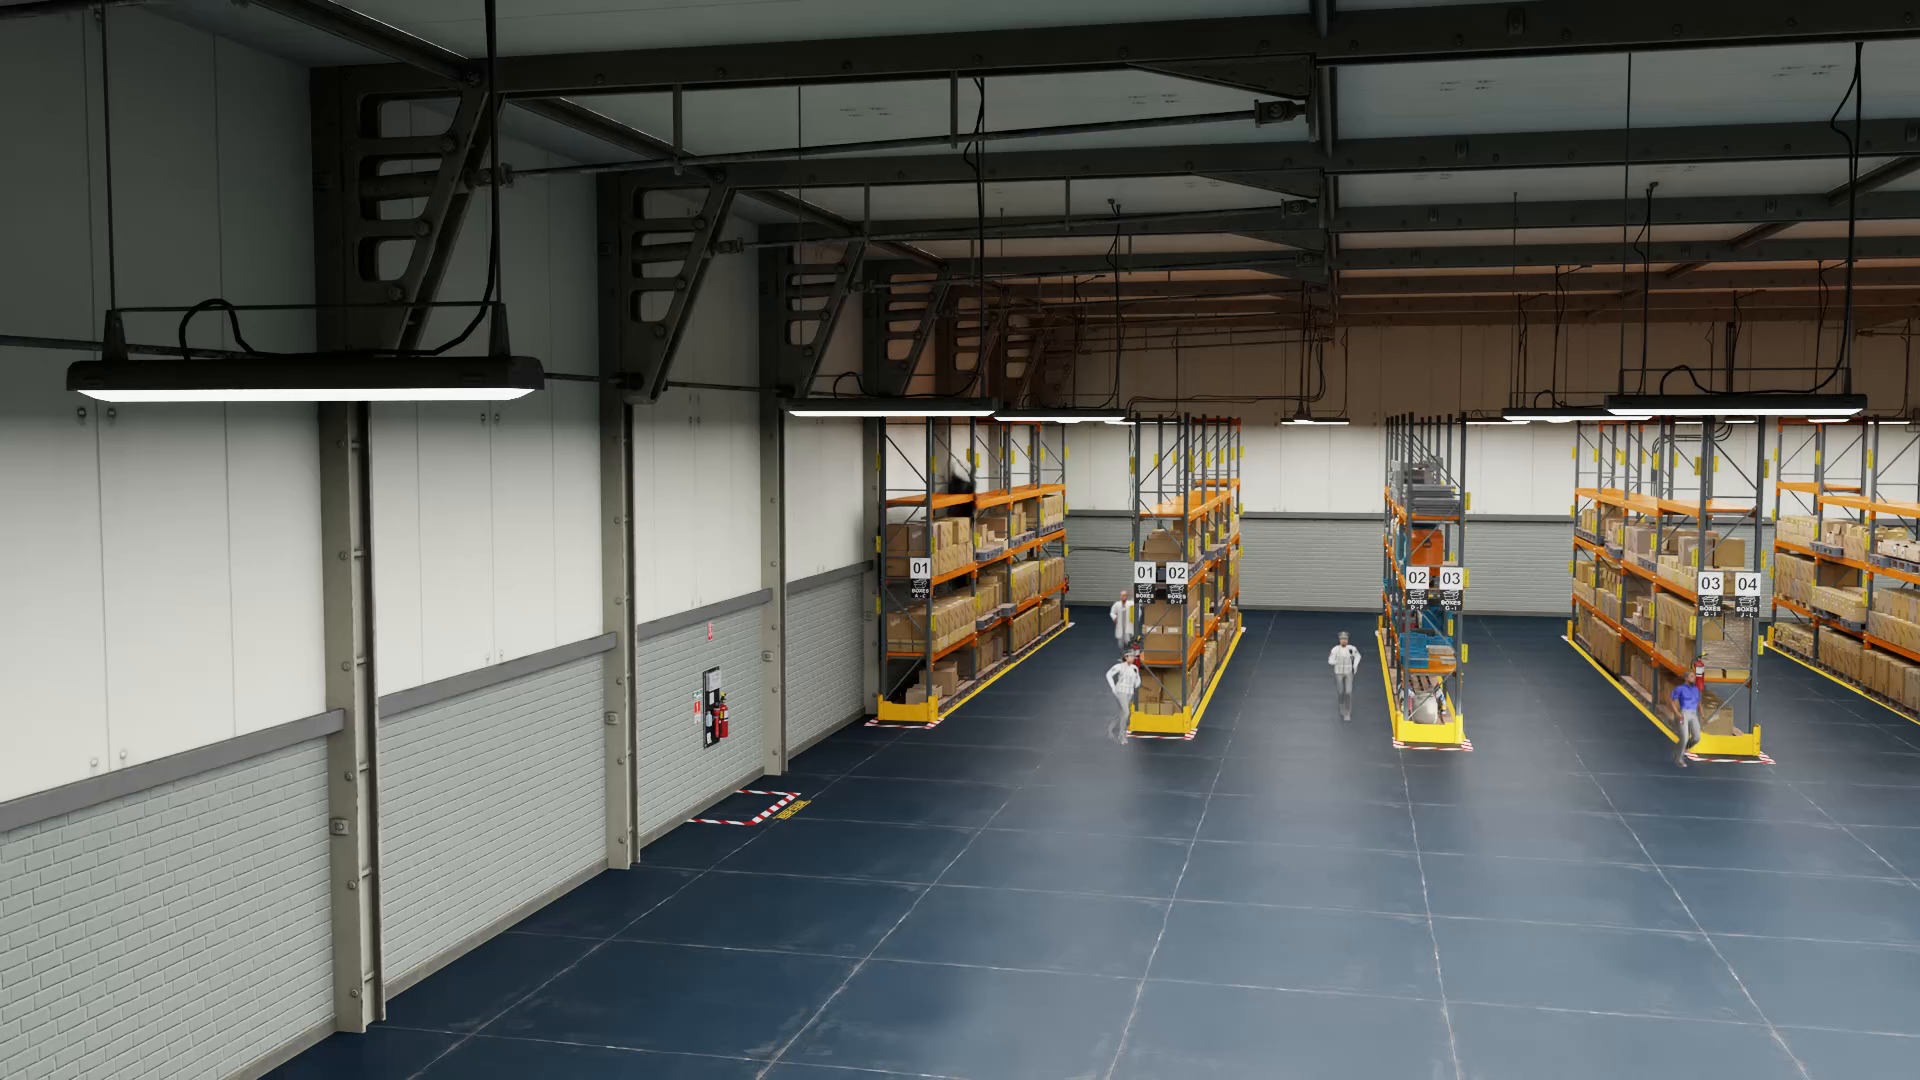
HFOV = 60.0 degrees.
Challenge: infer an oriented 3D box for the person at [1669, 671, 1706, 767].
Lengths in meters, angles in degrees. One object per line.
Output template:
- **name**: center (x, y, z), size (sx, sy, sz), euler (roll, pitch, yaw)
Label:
- **person**: center (12.345, 3.030, 28.160), size (0.632, 1.607, 0.482), euler (-1, 4, -10)

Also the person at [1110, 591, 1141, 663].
- **person**: center (3.970, 2.131, 40.213), size (0.718, 1.782, 0.751), euler (1, 4, 18)

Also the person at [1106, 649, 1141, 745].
- **person**: center (3.009, 2.843, 30.379), size (0.591, 1.726, 0.687), euler (-3, 5, -38)

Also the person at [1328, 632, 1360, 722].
- **person**: center (7.552, 2.669, 32.712), size (0.599, 1.748, 0.781), euler (1, 4, 16)
